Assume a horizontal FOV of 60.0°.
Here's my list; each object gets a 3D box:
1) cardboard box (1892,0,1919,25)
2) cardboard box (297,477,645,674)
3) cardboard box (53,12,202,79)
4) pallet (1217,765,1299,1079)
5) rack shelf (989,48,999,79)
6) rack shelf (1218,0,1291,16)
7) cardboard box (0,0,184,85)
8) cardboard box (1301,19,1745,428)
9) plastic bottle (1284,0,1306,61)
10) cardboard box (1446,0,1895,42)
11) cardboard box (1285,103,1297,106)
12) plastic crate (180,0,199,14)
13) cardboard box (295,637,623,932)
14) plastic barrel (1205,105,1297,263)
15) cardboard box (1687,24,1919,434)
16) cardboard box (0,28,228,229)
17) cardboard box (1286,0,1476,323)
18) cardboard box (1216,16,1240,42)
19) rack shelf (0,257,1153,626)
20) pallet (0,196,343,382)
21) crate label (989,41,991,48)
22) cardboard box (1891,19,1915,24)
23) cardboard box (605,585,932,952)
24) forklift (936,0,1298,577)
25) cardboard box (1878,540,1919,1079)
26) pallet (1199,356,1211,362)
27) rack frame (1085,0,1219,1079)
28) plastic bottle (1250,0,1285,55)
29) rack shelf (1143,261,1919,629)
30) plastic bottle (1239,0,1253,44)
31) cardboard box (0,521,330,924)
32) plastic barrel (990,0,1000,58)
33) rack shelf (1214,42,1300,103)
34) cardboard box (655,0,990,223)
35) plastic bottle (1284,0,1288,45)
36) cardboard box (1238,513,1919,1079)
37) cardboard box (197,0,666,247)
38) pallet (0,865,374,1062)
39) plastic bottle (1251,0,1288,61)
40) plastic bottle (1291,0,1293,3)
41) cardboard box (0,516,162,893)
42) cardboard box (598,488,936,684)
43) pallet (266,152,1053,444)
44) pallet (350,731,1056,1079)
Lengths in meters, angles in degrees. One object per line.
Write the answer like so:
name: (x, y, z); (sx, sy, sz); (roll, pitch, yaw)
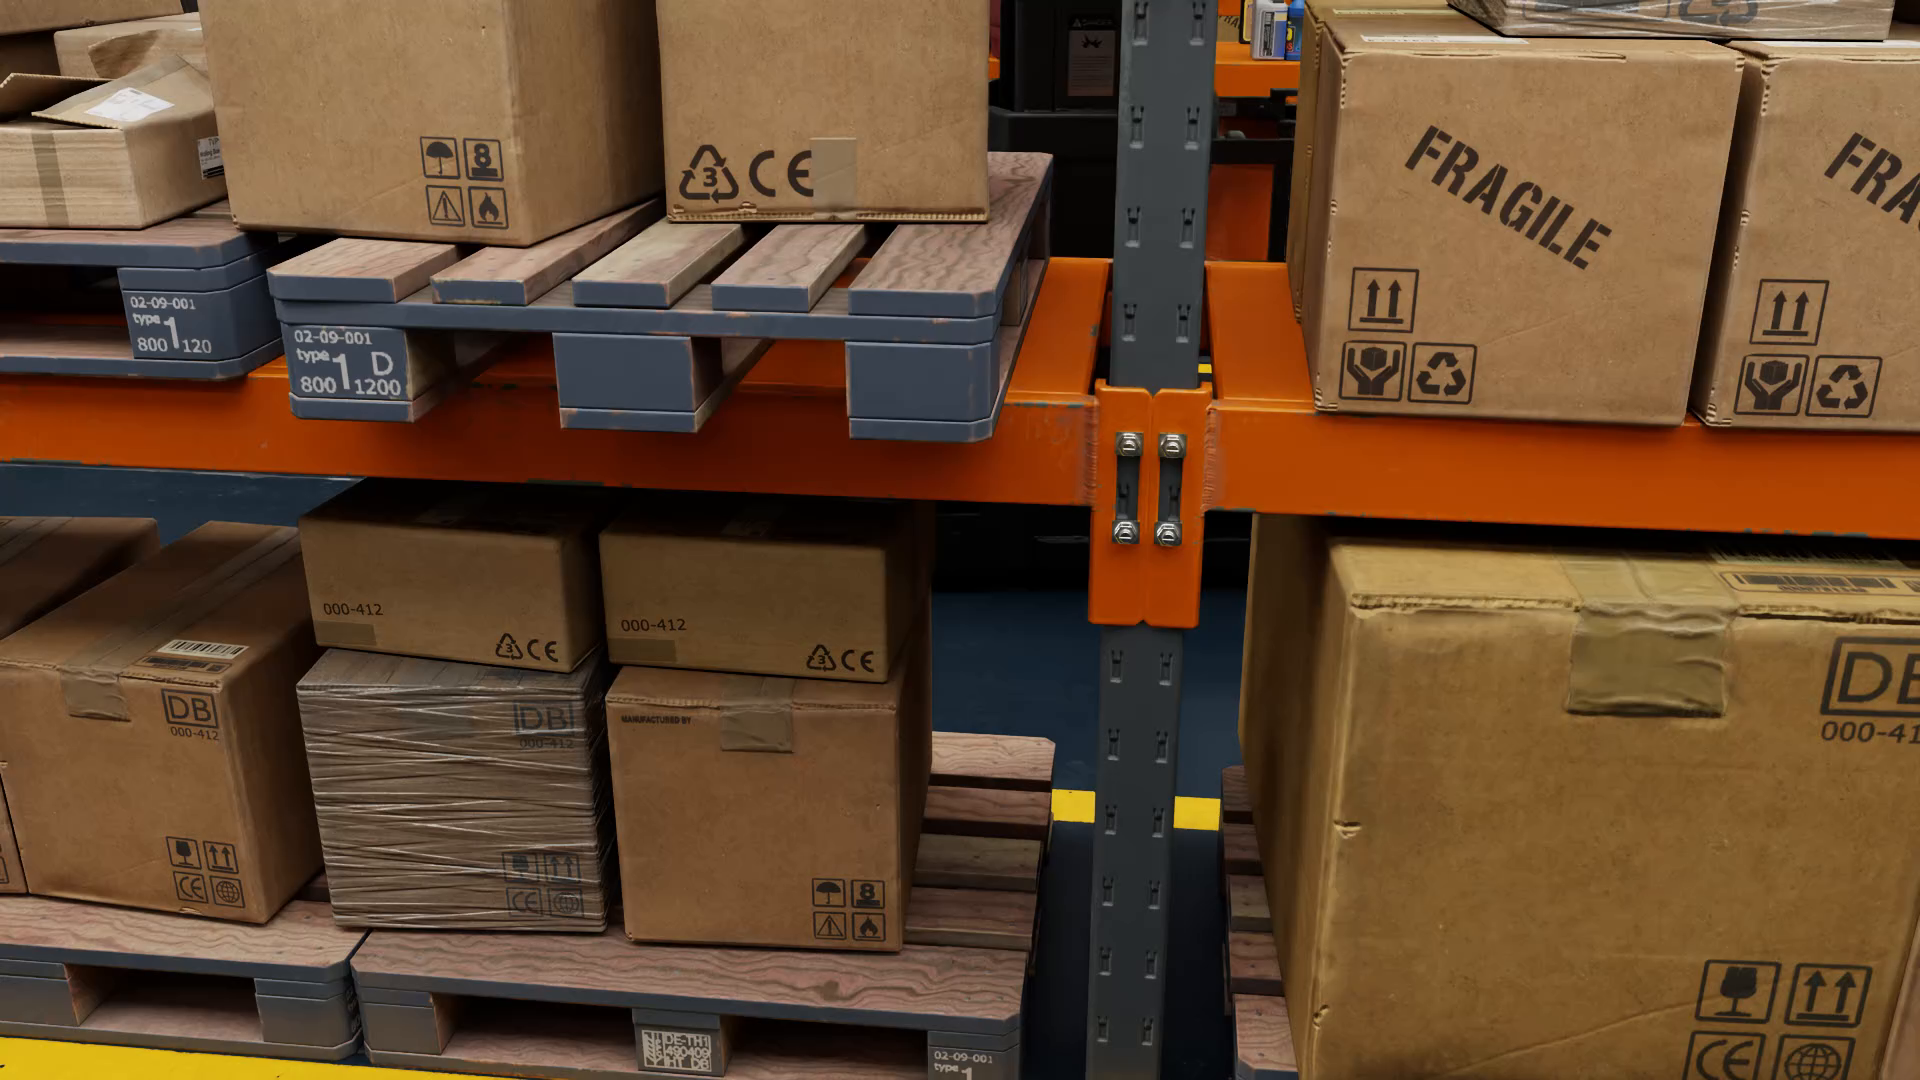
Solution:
cardboard box: (1.707, -1.009, 2.412); (0.637, 0.503, 0.797); (3, 22, 8)
cardboard box: (-0.861, 0.009, 3.119); (0.500, 0.250, 0.500); (5, 22, 12)
cardboard box: (-1.301, -0.845, 3.130); (0.500, 0.250, 0.500); (2, 22, 5)
pallet: (1.110, 0.795, 3.141); (1.213, 0.211, 1.003); (2, 22, 6)
rack shelf: (-1.067, -2.123, 7.709); (4.000, 0.370, 1.077); (2, 22, 6)
rack shelf: (3.492, -3.759, 11.845); (4.000, 0.370, 1.077); (2, 22, 6)
cardboard box: (-1.904, -0.938, 3.021); (0.637, 0.503, 0.797); (5, 22, 12)
cardboard box: (0.787, -0.489, 2.461); (0.500, 0.500, 0.500); (3, 22, 8)
plastic bottle: (1.423, -2.160, 6.998); (0.097, 0.271, 0.097); (0, 22, 0)
cardboard box: (1.060, -1.038, 2.486); (0.637, 0.503, 0.797); (3, 22, 8)
cardboard box: (2.445, -3.077, 11.945); (0.500, 0.500, 0.500); (2, 22, 4)
plastic crate: (-3.558, -2.585, 7.982); (0.504, 0.338, 0.767); (2, 22, 6)
cardboard box: (-0.884, 0.354, 3.266); (0.500, 0.500, 0.700); (1, 22, 2)
plastic barrel: (1.407, -1.542, 7.642); (0.708, 0.830, 0.600); (2, 22, 6)
cardboard box: (1.299, -0.468, 2.407); (0.500, 0.500, 0.500); (2, 22, 5)
cardboard box: (-1.352, -0.669, 2.665); (0.258, 0.266, 0.396); (2, 22, 5)
cardboard box: (0.855, -0.679, 2.940); (0.500, 0.500, 0.500); (3, 22, 8)
cardboard box: (2.800, -5.104, 16.624); (0.750, 0.750, 0.750); (2, 22, 6)
rack shelf: (-1.650, -0.315, 3.135); (4.000, 0.370, 1.077); (2, 22, 6)
pallet: (-1.634, -0.545, 2.998); (1.213, 0.211, 1.003); (2, 22, 6)
crate label: (-0.036, -2.530, 7.710); (0.616, 0.435, 0.502); (2, 22, 6)
cardboard box: (1.350, -0.655, 2.881); (0.500, 0.500, 0.500); (2, 22, 6)
cardboard box: (-0.332, 0.373, 3.218); (0.500, 0.500, 0.700); (1, 22, 3)
forklift: (0.849, -1.418, 5.040); (3.031, 2.935, 1.130); (-1, 22, -2)
cardboard box: (1.903, 0.309, 2.898); (0.875, 0.875, 1.225); (3, 22, 6)
pallet: (1.707, -1.056, 7.823); (1.213, 0.211, 1.003); (2, 22, 6)
rack frame: (0.336, -0.563, 2.784); (0.127, 3.000, 1.000); (2, 22, 6)
plastic bottle: (1.329, -2.232, 7.176); (0.135, 0.276, 0.152); (2, 22, 6)
rack shelf: (2.322, -0.142, 2.697); (4.000, 0.370, 1.077); (2, 22, 6)
plastic bottle: (1.371, -2.455, 7.729); (0.133, 0.283, 0.061); (2, 22, 6)
cardboard box: (-1.448, 0.332, 3.322); (0.500, 0.500, 0.700); (4, 22, 11)
plastic barrel: (0.423, -2.344, 7.104); (0.708, 0.536, 0.600); (2, 22, 6)
rack shelf: (2.905, -1.950, 7.271); (4.000, 0.370, 1.077); (2, 22, 6)
cardboard box: (-0.205, -0.814, 2.711); (0.500, 0.500, 0.500); (0, 22, 0)
plastic bottle: (1.483, -2.406, 7.715); (0.097, 0.201, 0.097); (0, 22, 0)
cardboard box: (1.019, 0.267, 3.003); (0.875, 0.875, 1.225); (2, 22, 4)
cardboard box: (-0.771, -0.801, 2.679); (0.500, 0.500, 0.700); (6, 22, 14)
pallet: (-1.648, 0.646, 3.519); (1.213, 0.211, 1.003); (2, 22, 6)
plastic bottle: (1.311, -2.177, 7.035); (0.135, 0.276, 0.152); (2, 22, 6)
plastic bottle: (1.600, -2.445, 7.704); (0.133, 0.283, 0.061); (2, 22, 6)
cardboard box: (-2.002, 0.308, 3.383); (0.500, 0.500, 0.700); (1, 22, 2)
cardboard box: (-0.333, 0.028, 3.070); (0.500, 0.250, 0.500); (3, 22, 8)
pallet: (-0.384, -0.466, 2.799); (1.003, 0.211, 1.213); (2, 22, 6)
pallet: (-0.440, 0.699, 3.384); (1.213, 0.211, 1.003); (2, 22, 6)
